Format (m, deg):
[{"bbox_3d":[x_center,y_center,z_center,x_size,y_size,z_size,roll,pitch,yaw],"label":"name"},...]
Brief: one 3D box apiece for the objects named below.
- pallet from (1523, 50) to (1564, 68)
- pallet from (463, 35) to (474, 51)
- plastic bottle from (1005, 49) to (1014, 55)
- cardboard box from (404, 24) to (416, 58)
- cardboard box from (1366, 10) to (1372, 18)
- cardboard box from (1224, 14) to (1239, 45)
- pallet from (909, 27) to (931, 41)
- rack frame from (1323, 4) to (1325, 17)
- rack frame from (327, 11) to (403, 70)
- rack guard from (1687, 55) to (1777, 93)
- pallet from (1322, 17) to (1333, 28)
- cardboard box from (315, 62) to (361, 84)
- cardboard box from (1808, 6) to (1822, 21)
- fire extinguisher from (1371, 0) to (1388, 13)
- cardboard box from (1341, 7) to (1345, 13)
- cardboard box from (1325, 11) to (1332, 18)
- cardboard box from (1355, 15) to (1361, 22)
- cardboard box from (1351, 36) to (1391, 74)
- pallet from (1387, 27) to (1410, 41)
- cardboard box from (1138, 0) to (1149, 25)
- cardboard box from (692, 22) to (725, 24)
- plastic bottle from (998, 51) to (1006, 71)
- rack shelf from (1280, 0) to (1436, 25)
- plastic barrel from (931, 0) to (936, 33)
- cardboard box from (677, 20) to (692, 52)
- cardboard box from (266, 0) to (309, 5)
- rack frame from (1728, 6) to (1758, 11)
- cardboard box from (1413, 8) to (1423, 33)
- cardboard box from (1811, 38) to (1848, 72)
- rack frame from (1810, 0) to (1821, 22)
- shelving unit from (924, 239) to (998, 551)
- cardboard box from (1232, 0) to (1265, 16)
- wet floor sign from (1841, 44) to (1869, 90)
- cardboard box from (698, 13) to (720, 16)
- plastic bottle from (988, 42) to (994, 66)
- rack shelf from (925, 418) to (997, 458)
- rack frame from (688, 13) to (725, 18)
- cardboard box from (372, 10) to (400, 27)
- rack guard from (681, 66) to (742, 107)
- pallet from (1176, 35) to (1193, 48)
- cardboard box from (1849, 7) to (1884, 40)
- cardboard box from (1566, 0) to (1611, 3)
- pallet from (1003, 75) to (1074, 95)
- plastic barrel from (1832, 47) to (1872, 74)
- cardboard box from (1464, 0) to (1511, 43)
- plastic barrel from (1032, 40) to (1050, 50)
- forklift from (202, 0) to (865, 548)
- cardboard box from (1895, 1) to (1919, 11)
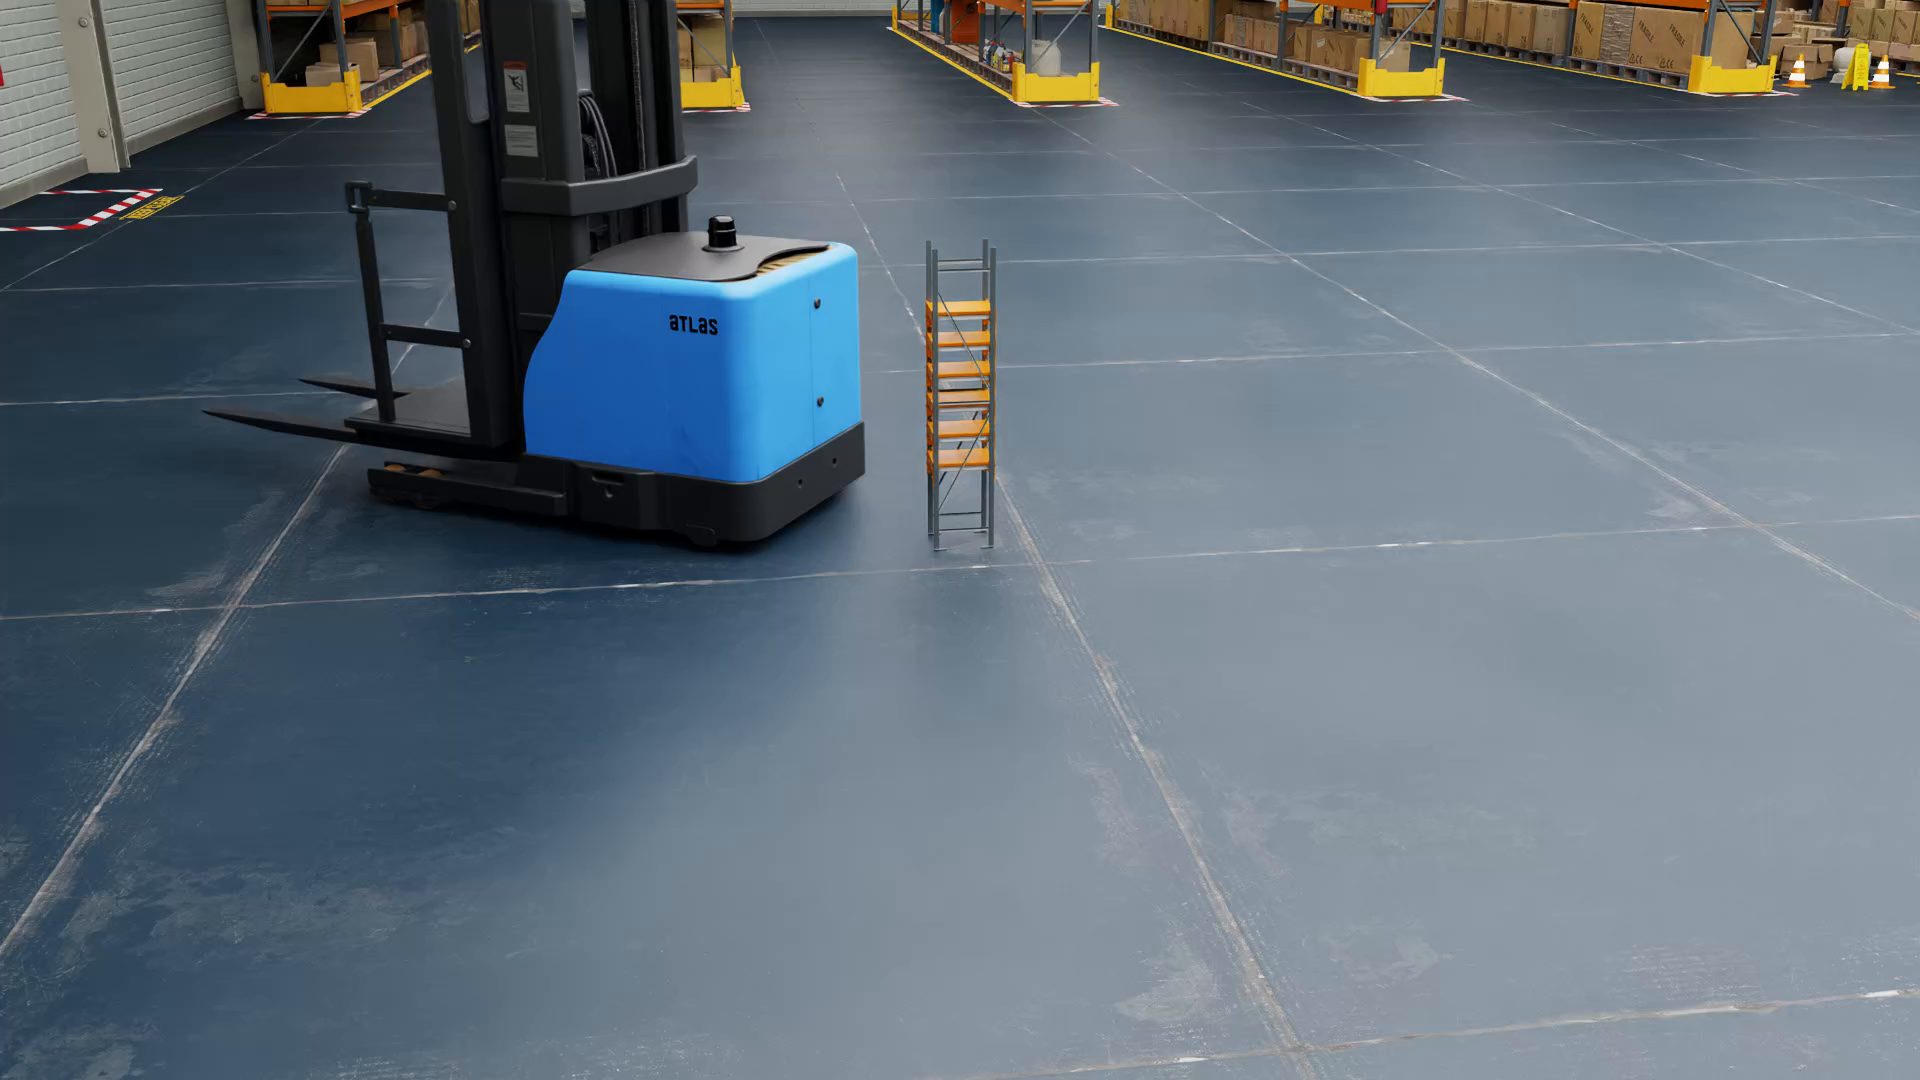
[{"bbox_3d":[10.440,-8.292,28.615,1.003,0.211,1.213,-3,21,-8],"label":"pallet"},{"bbox_3d":[-9.969,-9.570,32.038,1.003,0.211,1.213,-3,21,-8],"label":"pallet"},{"bbox_3d":[0.739,-7.303,25.247,0.152,0.276,0.135,-3,21,-8],"label":"plastic bottle"},{"bbox_3d":[-9.364,-8.189,27.297,0.700,0.500,0.500,-3,21,-8],"label":"cardboard box"},{"bbox_3d":[9.005,-11.383,35.956,0.380,0.149,0.250,-4,21,-10],"label":"cardboard box"},{"bbox_3d":[5.243,-9.309,30.296,0.700,0.500,0.500,-4,21,-11],"label":"cardboard box"},{"bbox_3d":[-0.496,-10.586,34.757,1.003,0.211,1.213,-3,21,-8],"label":"pallet"},{"bbox_3d":[8.896,-13.489,38.546,1.000,3.000,0.127,-3,21,-8],"label":"rack frame"},{"bbox_3d":[-9.002,-8.370,24.839,1.000,3.000,0.127,-3,21,-8],"label":"rack frame"},{"bbox_3d":[11.206,-6.770,24.129,1.175,0.500,0.348,-3,21,-8],"label":"rack guard"},{"bbox_3d":[8.989,-11.874,38.206,1.003,0.211,1.213,-3,21,-8],"label":"pallet"},{"bbox_3d":[-8.518,-6.373,22.707,0.500,0.311,0.500,-1,21,-3],"label":"cardboard box"},{"bbox_3d":[19.406,-11.819,37.315,0.500,0.311,0.500,-2,21,-6],"label":"cardboard box"},{"bbox_3d":[5.840,-7.636,22.983,0.296,0.674,0.183,-3,21,-8],"label":"fire extinguisher"},{"bbox_3d":[8.754,-12.023,37.670,0.380,0.149,0.250,-2,21,-6],"label":"cardboard box"},{"bbox_3d":[8.655,-12.153,38.443,0.380,0.149,0.250,-2,21,-7],"label":"cardboard box"},{"bbox_3d":[8.959,-11.536,36.791,0.380,0.149,0.250,-3,21,-7],"label":"cardboard box"},{"bbox_3d":[6.086,-7.183,24.632,0.500,0.500,0.500,2,21,6],"label":"cardboard box"},{"bbox_3d":[9.586,-10.529,34.604,1.003,0.211,1.213,-3,21,-8],"label":"pallet"},{"bbox_3d":[4.404,-11.635,36.017,0.875,0.875,0.875,-3,21,-8],"label":"cardboard box"},{"bbox_3d":[-3.595,-7.213,23.998,0.500,0.500,0.500,-3,21,-8],"label":"cardboard box"},{"bbox_3d":[0.651,-7.165,24.878,0.152,0.276,0.135,-3,21,-9],"label":"plastic bottle"},{"bbox_3d":[5.991,-8.090,25.118,1.077,0.370,4.000,-3,21,-8],"label":"rack shelf"},{"bbox_3d":[-0.290,-10.664,33.380,0.600,0.901,0.708,-3,21,-8],"label":"plastic barrel"},{"bbox_3d":[-4.199,-7.359,24.389,0.500,0.500,0.500,-3,21,-8],"label":"cardboard box"},{"bbox_3d":[-8.684,-7.076,21.561,0.500,0.250,0.500,-3,21,-7],"label":"cardboard box"},{"bbox_3d":[14.933,-11.004,31.892,1.000,3.000,0.127,-3,21,-8],"label":"rack frame"},{"bbox_3d":[9.483,-10.497,33.507,0.500,0.500,0.500,-3,21,-7],"label":"cardboard box"},{"bbox_3d":[14.318,-8.010,27.444,0.500,0.500,0.500,12,24,29],"label":"cardboard box"},{"bbox_3d":[19.268,-12.641,36.274,1.000,3.000,0.127,-3,21,-8],"label":"rack frame"},{"bbox_3d":[0.002,-0.557,6.493,0.258,1.200,0.189,-3,21,-8],"label":"shelving unit"},{"bbox_3d":[5.253,-9.660,30.166,0.500,0.250,0.500,-2,21,-6],"label":"cardboard box"},{"bbox_3d":[13.166,-6.937,24.366,0.267,0.644,0.232,-7,21,-17],"label":"wet floor sign"},{"bbox_3d":[-4.541,-9.394,30.525,0.500,0.500,0.500,-4,21,-10],"label":"cardboard box"},{"bbox_3d":[0.508,-7.535,25.759,0.144,0.351,0.185,-2,21,-6],"label":"plastic bottle"},{"bbox_3d":[0.002,-0.403,6.550,0.258,0.103,0.180,-3,21,-8],"label":"rack shelf"},{"bbox_3d":[-4.100,-8.621,25.512,1.000,3.000,0.127,-3,21,-8],"label":"rack frame"},{"bbox_3d":[-9.270,-8.343,26.638,0.500,0.250,0.500,-4,21,-9],"label":"cardboard box"},{"bbox_3d":[-3.520,-6.057,22.219,1.175,0.500,0.348,-3,21,-8],"label":"rack guard"},{"bbox_3d":[4.915,-9.896,32.911,1.003,0.211,1.213,-3,21,-8],"label":"pallet"},{"bbox_3d":[15.327,-8.661,27.877,0.500,0.500,0.500,-2,21,-5],"label":"cardboard box"},{"bbox_3d":[14.242,-11.918,37.401,0.875,0.438,0.875,-4,21,-9],"label":"cardboard box"},{"bbox_3d":[1.209,-6.484,23.775,1.003,0.211,1.213,-3,21,-8],"label":"pallet"},{"bbox_3d":[14.290,-7.666,26.637,0.512,0.421,0.421,12,24,30],"label":"plastic barrel"},{"bbox_3d":[10.048,-9.647,30.874,1.050,0.750,0.750,-3,21,-8],"label":"cardboard box"},{"bbox_3d":[1.136,-6.914,23.895,0.421,0.512,0.421,0,20,0],"label":"plastic barrel"},{"bbox_3d":[-1.982,-1.662,6.978,3.031,2.935,1.130,8,22,22],"label":"forklift"},{"bbox_3d":[15.404,-8.648,26.914,0.380,0.149,0.250,-2,21,-5],"label":"cardboard box"}]
